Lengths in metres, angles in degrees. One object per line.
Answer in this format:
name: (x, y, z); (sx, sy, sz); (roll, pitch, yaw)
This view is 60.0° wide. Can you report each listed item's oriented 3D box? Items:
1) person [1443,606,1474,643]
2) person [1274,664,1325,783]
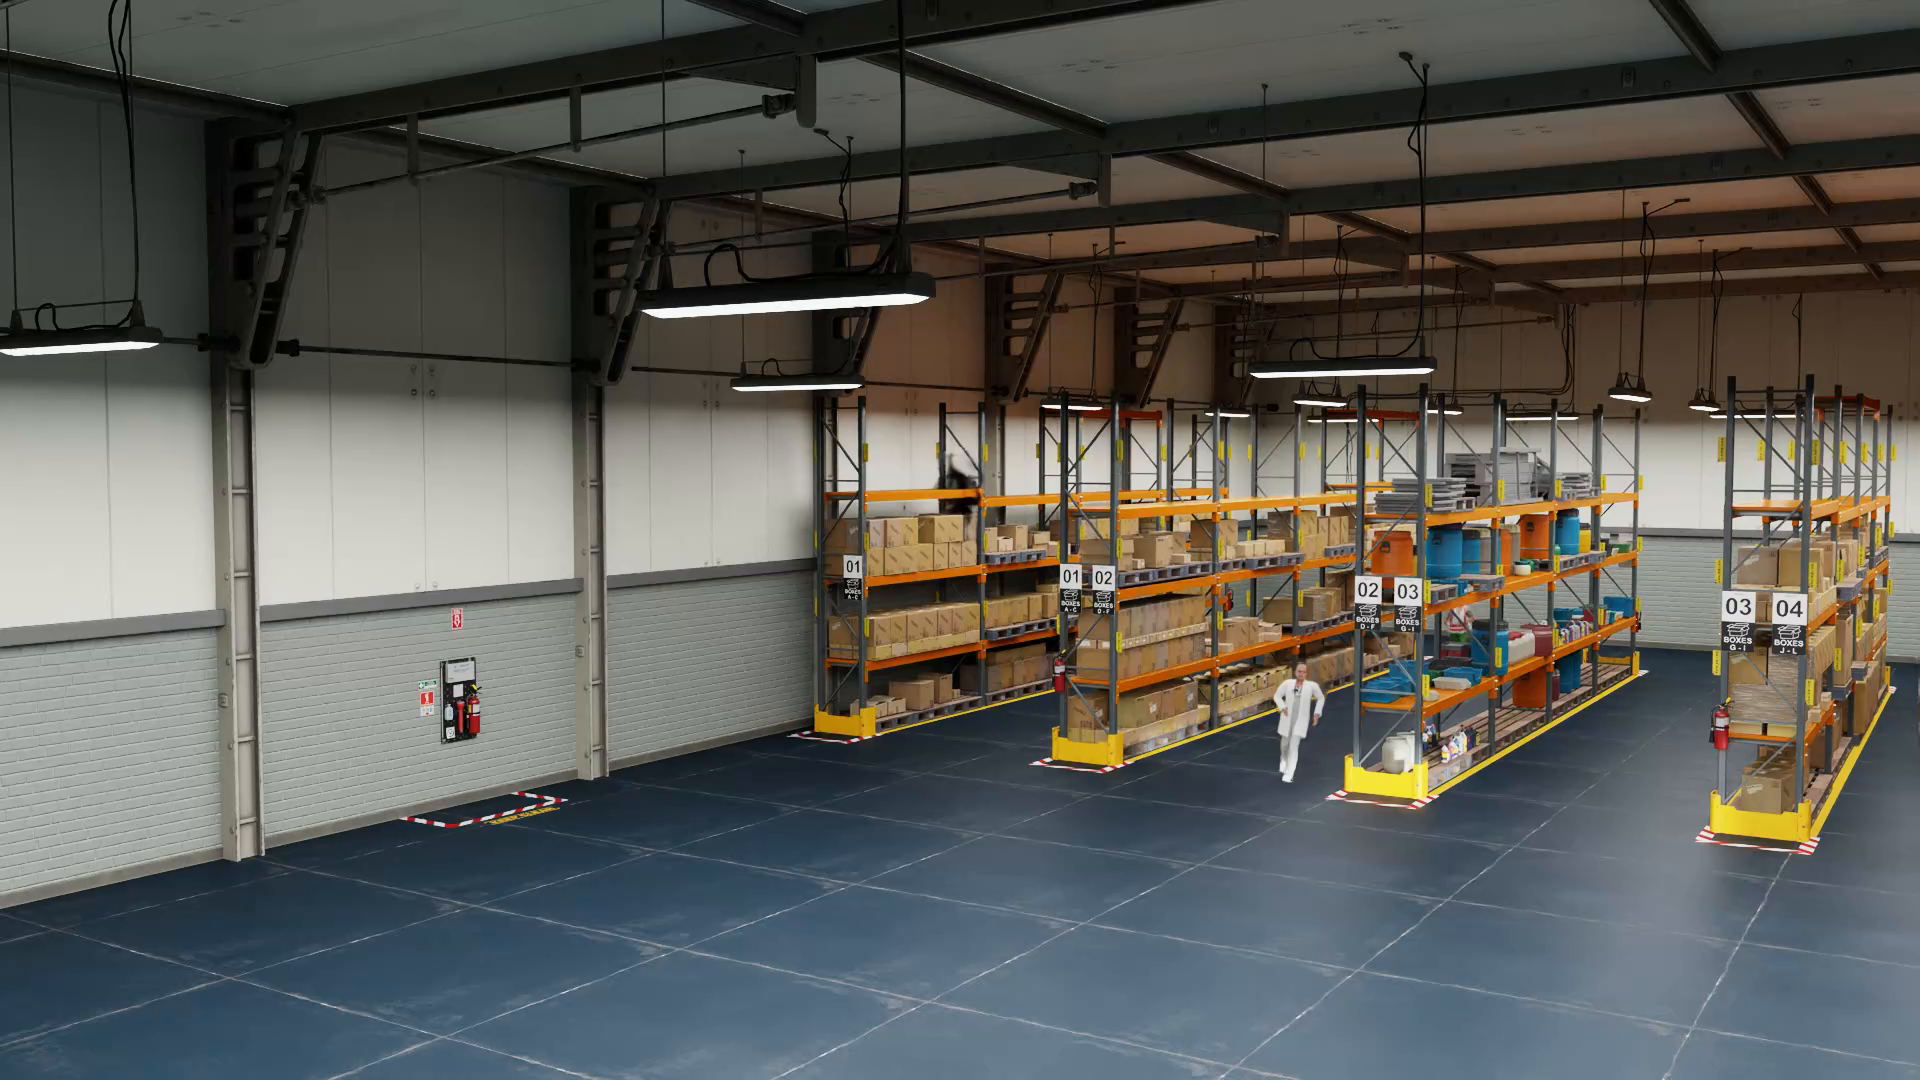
person: (11.285, 2.109, 37.697); (0.662, 1.764, 0.977); (1, 3, 19)
person: (5.188, 2.779, 25.492); (0.767, 1.765, 0.930); (1, 3, 19)
